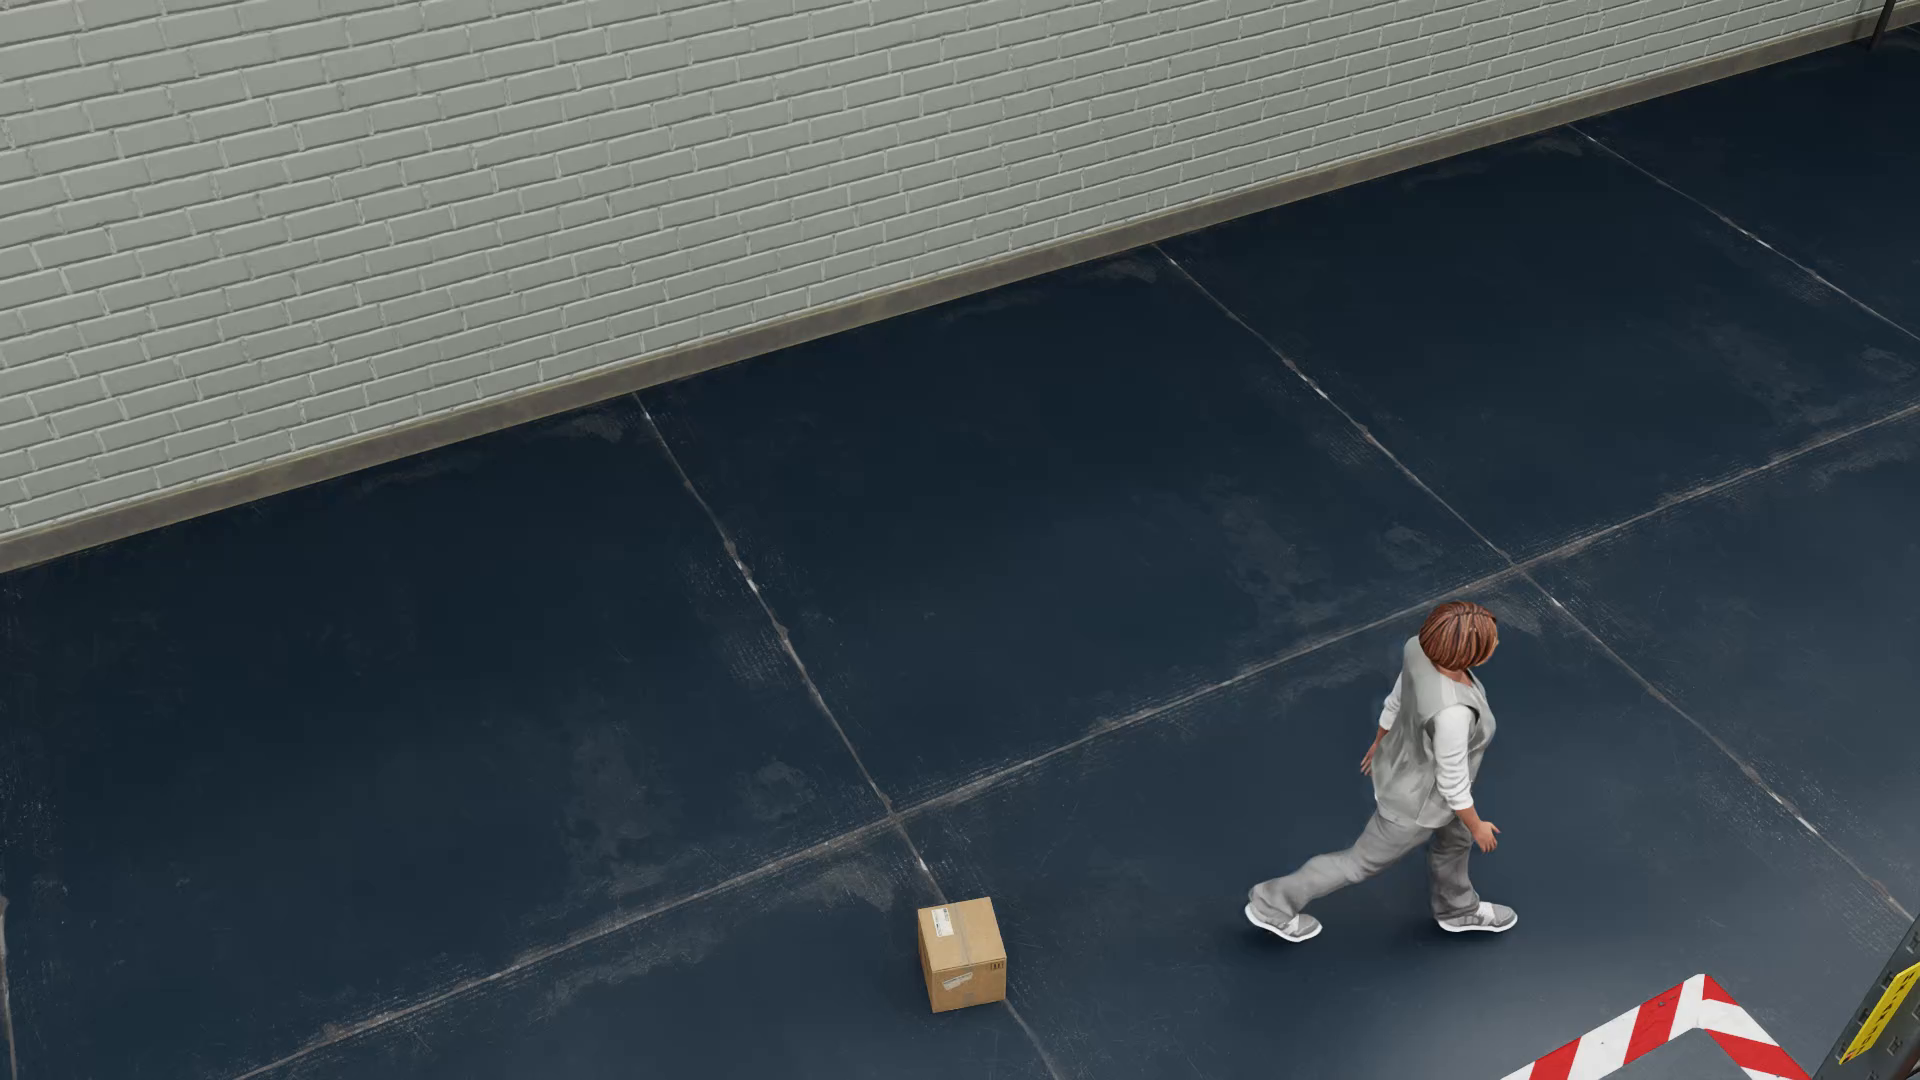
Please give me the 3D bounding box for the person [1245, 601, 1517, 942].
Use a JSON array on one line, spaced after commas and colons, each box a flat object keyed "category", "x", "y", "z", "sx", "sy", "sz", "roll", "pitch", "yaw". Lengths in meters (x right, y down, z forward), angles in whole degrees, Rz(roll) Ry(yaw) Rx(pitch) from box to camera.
[{"category": "person", "x": 1.460, "y": 0.779, "z": 5.288, "sx": 0.956, "sy": 1.542, "sz": 0.429, "roll": 3, "pitch": 42, "yaw": 4}]
